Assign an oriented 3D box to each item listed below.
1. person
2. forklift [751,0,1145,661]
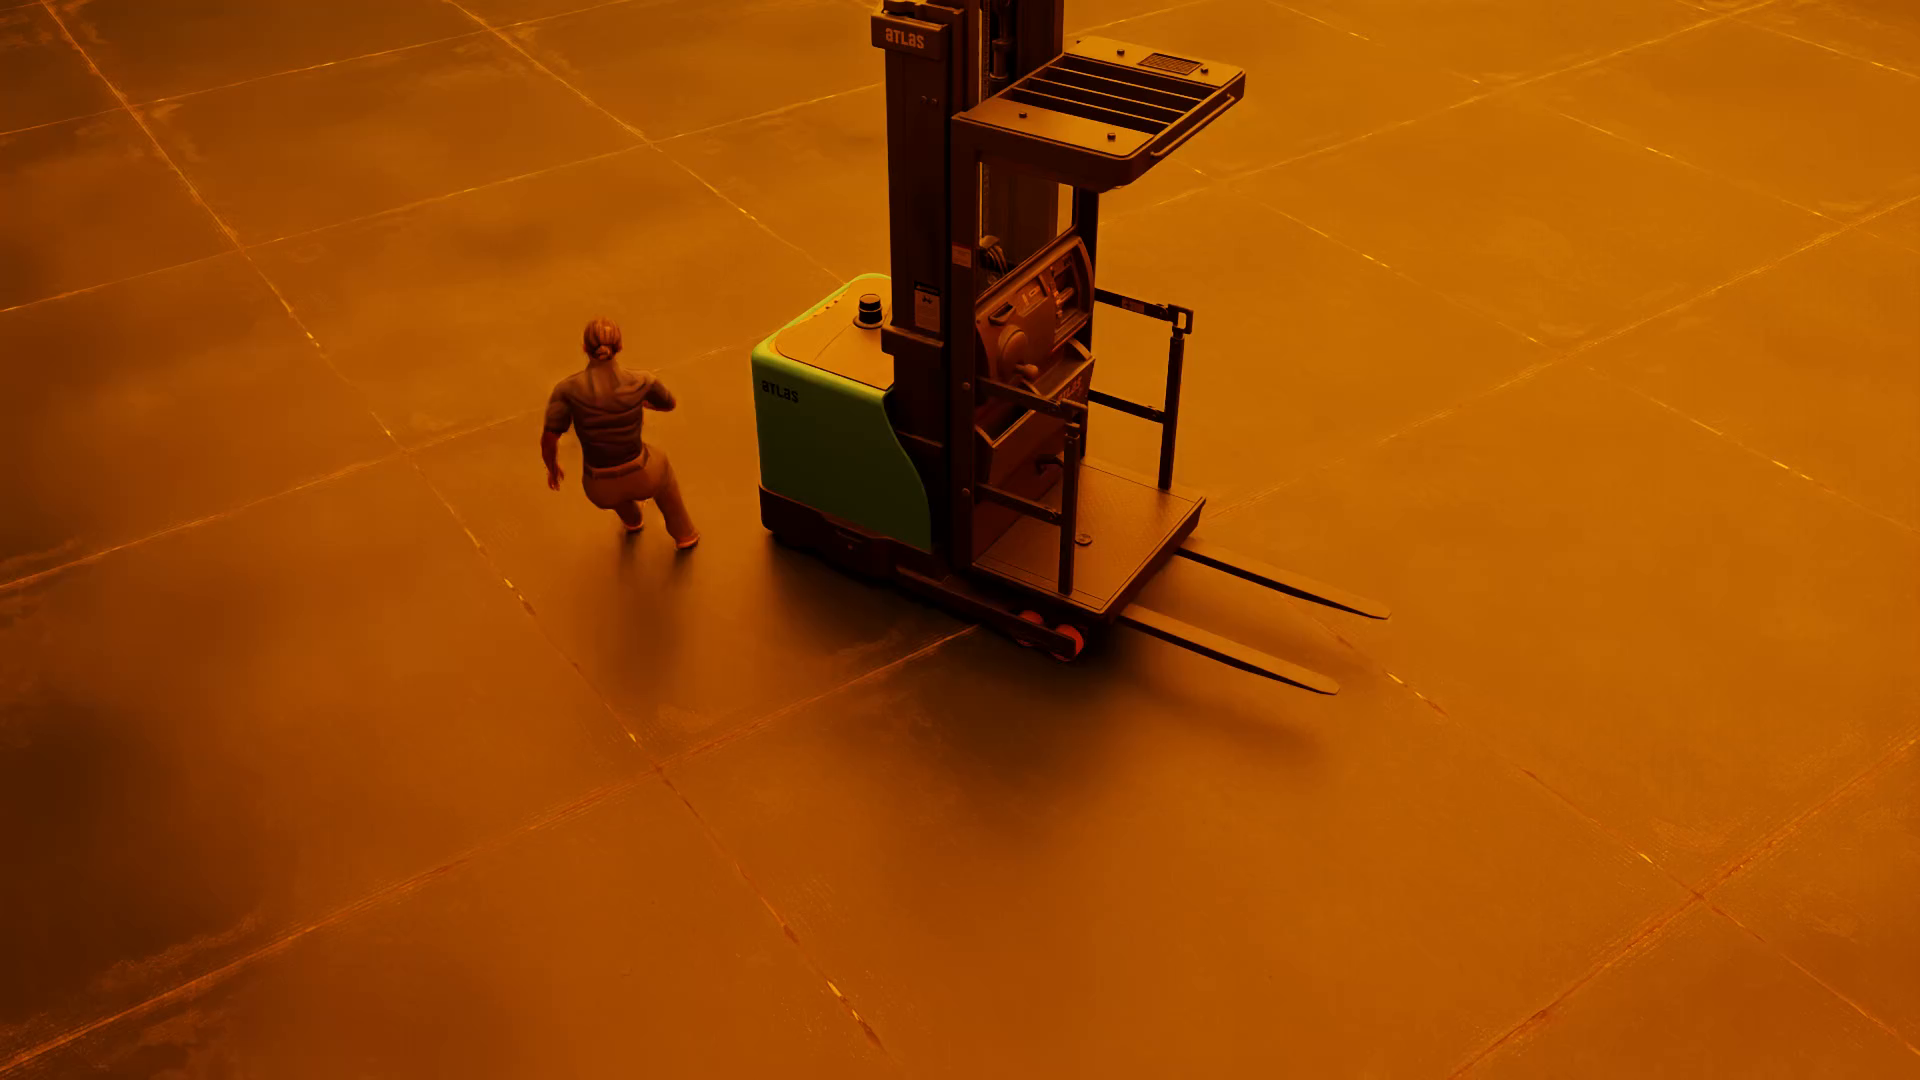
[{"bbox_3d":[-1.648,-0.493,7.959,0.686,1.446,0.846,-9,37,-12],"label":"person"},{"bbox_3d":[0.514,-0.985,7.276,3.031,2.935,1.130,21,41,26],"label":"forklift"}]
